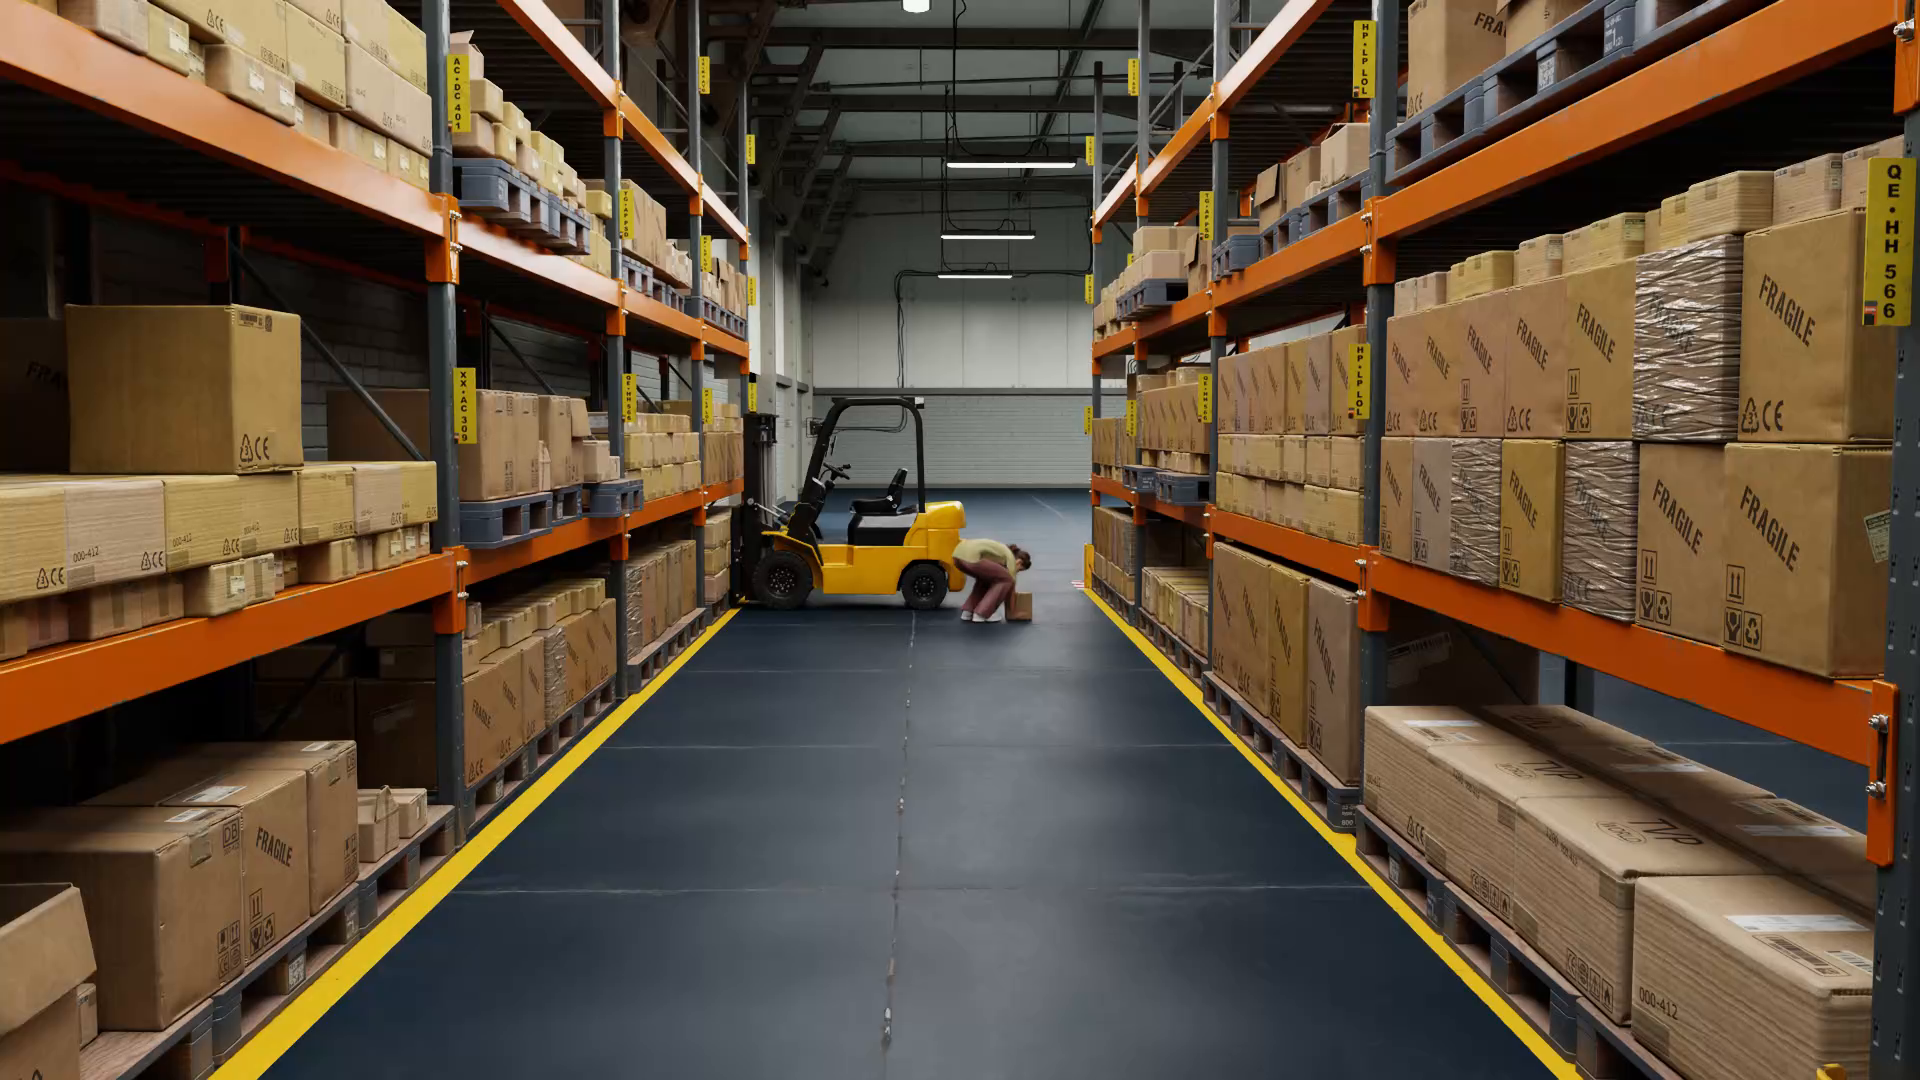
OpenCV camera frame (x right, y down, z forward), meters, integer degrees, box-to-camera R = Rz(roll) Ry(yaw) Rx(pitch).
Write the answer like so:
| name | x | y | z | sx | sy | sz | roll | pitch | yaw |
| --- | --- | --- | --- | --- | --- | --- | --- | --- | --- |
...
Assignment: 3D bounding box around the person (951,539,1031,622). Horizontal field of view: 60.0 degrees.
| name | x | y | z | sx | sy | sz | roll | pitch | yaw |
| --- | --- | --- | --- | --- | --- | --- | --- | --- | --- |
| person | 0.326 | 0.396 | 15.992 | 0.862 | 0.831 | 0.474 | -2 | 5 | -33 |
